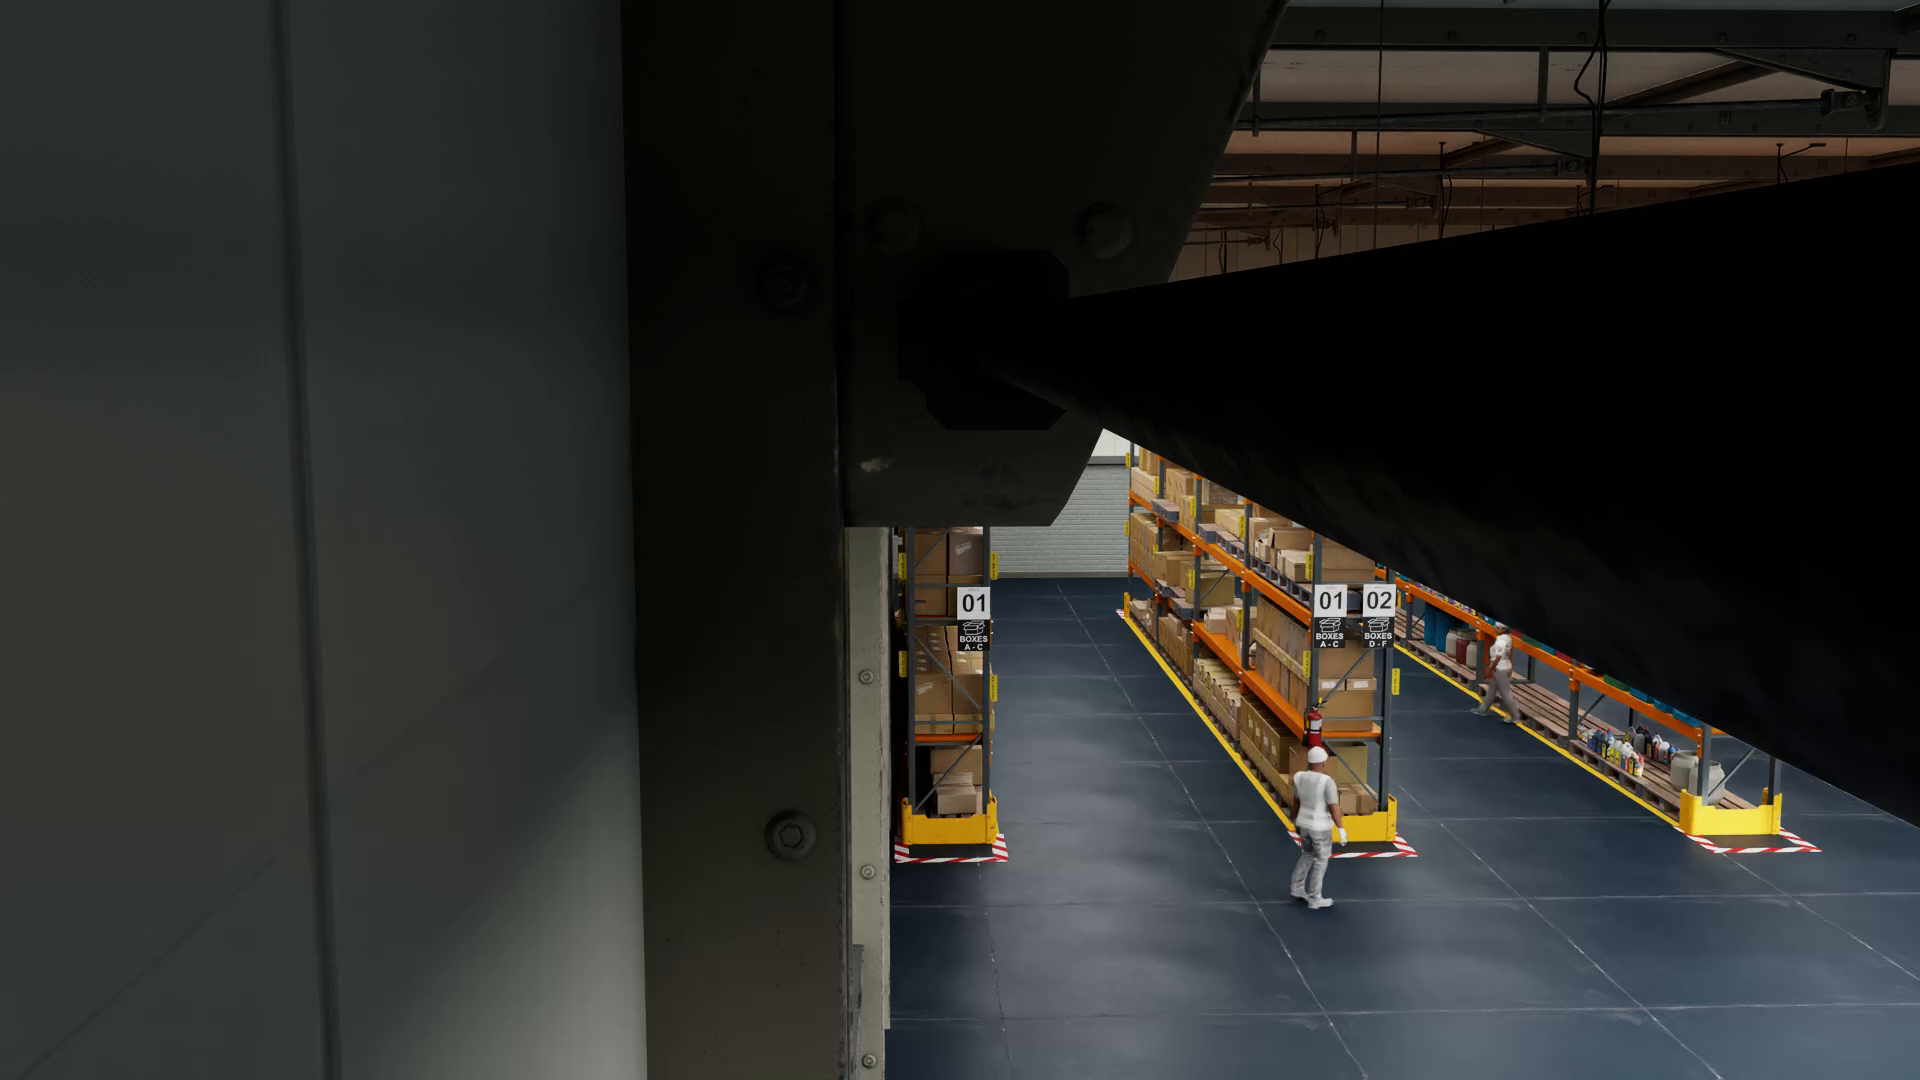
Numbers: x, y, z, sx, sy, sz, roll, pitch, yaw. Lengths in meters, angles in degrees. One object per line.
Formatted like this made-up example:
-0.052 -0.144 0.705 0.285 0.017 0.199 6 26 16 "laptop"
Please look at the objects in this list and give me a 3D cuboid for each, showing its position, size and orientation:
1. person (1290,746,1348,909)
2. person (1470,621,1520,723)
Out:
3.926 3.141 18.164 0.386 1.790 0.670 -5 9 -35 "person"
8.619 2.075 26.738 0.911 1.648 0.546 6 9 38 "person"
